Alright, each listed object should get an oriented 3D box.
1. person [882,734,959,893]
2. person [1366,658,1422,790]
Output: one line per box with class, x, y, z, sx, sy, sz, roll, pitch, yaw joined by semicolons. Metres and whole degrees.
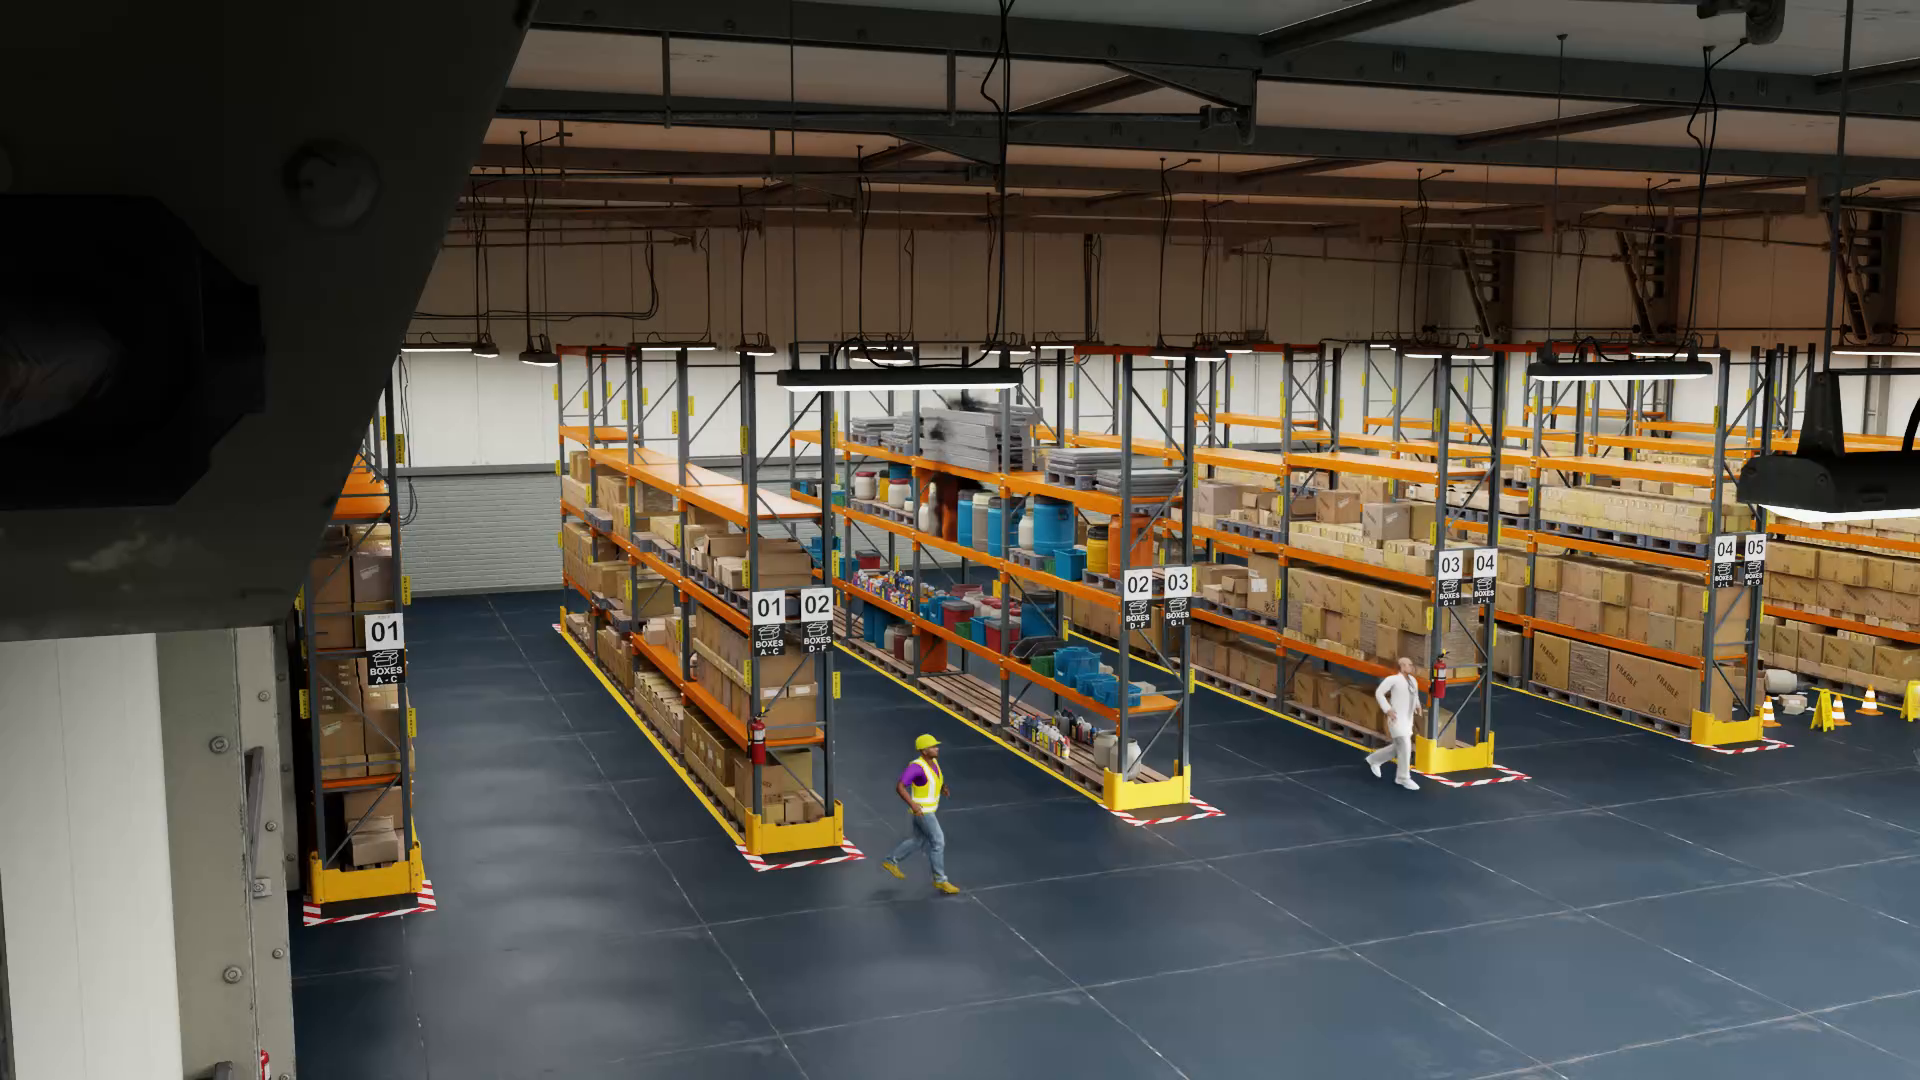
person;-0.431;3.058;18.814;0.912;1.776;0.706;1;7;11
person;6.139;2.521;23.267;0.720;1.772;0.894;-7;10;-43
